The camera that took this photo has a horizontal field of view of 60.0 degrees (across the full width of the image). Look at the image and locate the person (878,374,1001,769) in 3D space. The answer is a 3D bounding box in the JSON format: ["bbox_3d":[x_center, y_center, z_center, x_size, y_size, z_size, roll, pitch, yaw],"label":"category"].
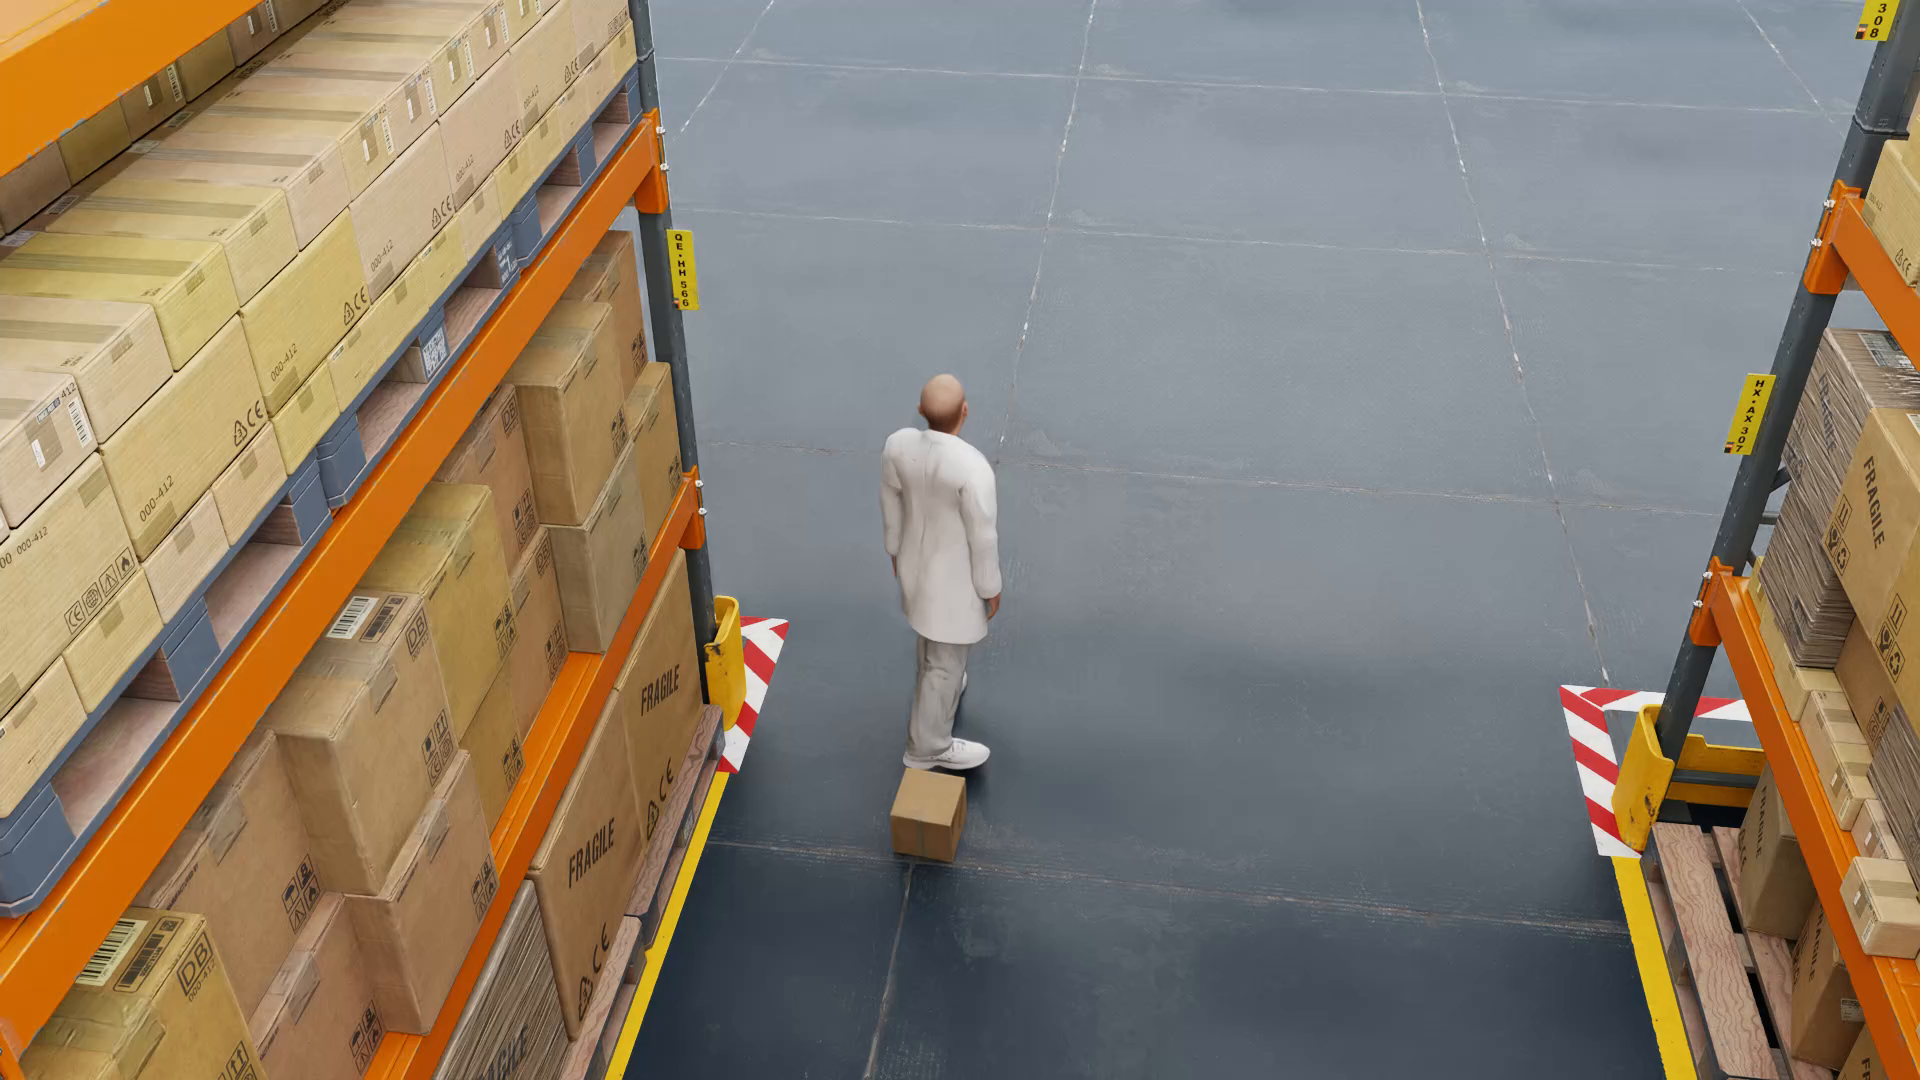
[{"bbox_3d":[-0.065,0.123,6.867,0.606,1.780,0.599,-29,45,-34],"label":"person"}]
